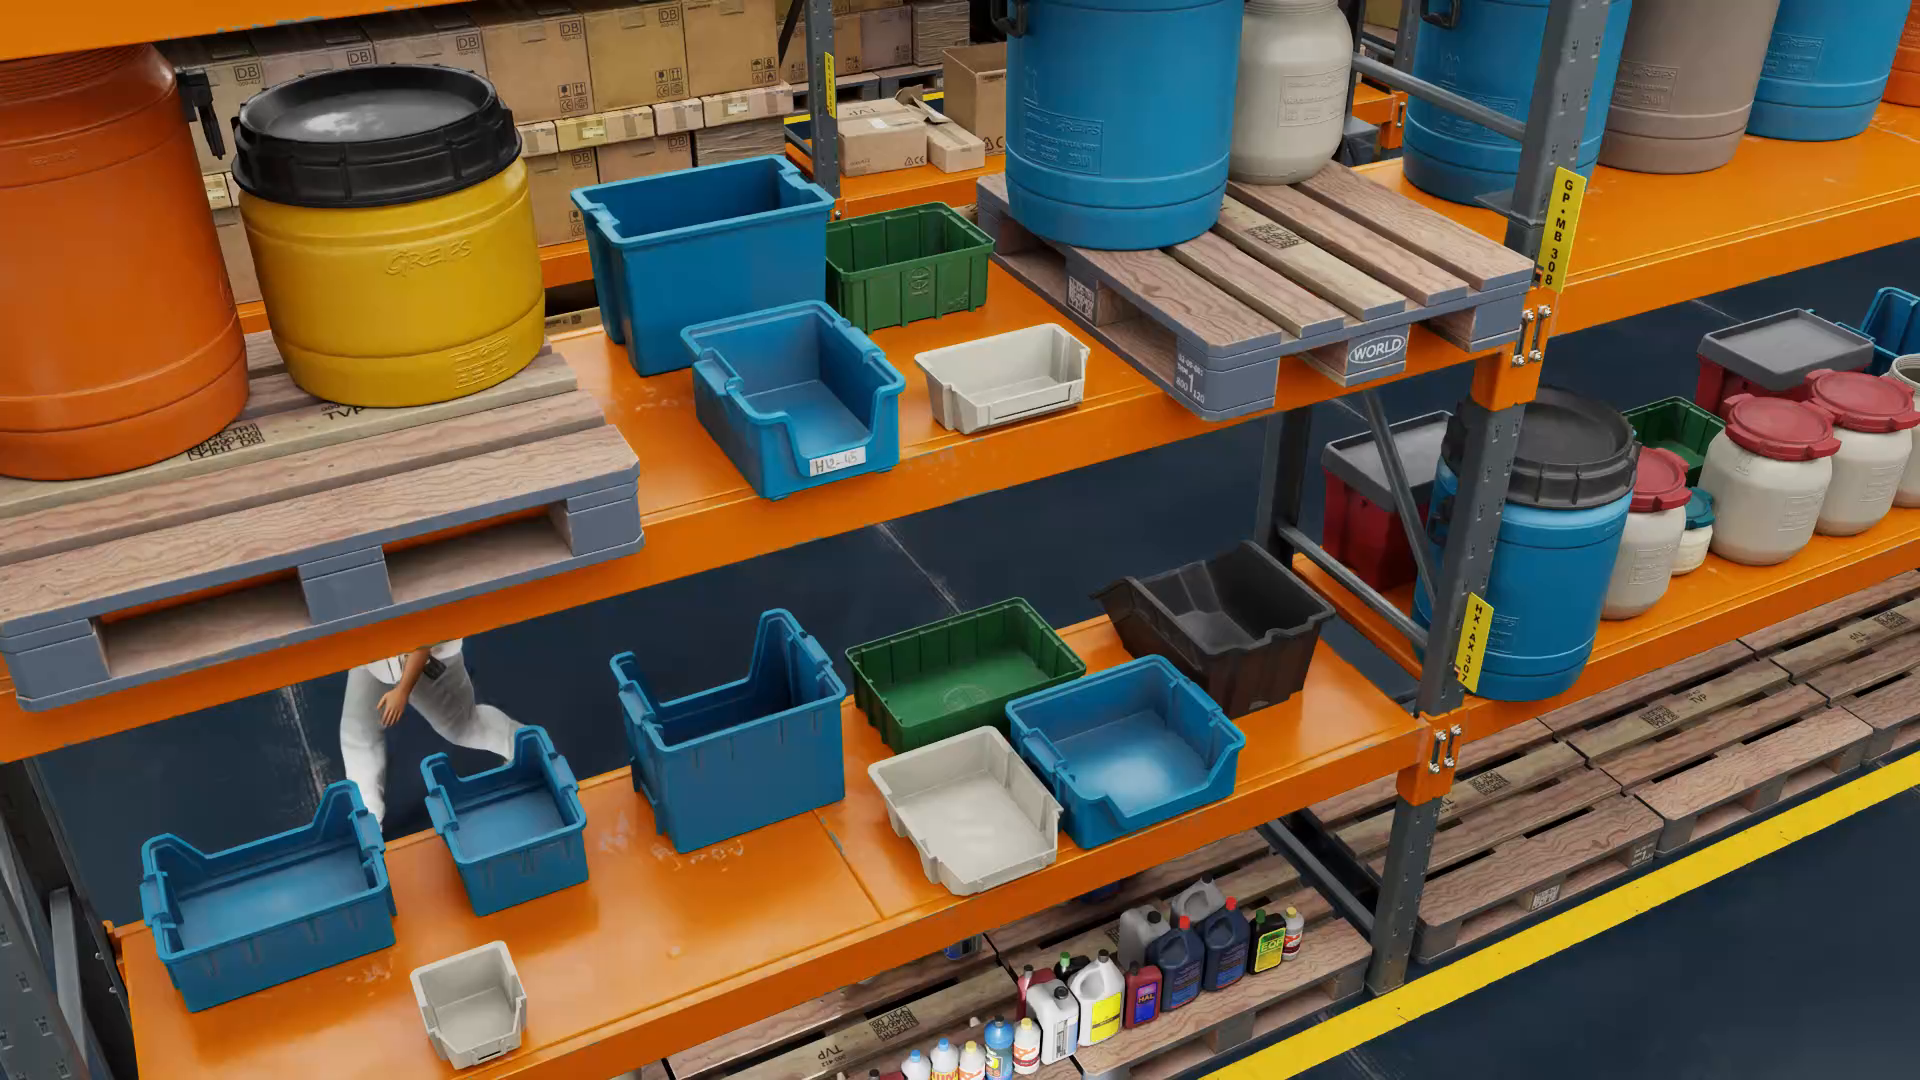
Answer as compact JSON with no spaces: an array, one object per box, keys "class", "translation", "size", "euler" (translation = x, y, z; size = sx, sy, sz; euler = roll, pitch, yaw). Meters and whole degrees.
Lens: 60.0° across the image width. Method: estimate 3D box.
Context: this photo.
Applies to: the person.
[{"class":"person","translation":[-2.151,0.456,6.437],"size":[0.478,1.610,0.999],"euler":[25,41,33]}]
